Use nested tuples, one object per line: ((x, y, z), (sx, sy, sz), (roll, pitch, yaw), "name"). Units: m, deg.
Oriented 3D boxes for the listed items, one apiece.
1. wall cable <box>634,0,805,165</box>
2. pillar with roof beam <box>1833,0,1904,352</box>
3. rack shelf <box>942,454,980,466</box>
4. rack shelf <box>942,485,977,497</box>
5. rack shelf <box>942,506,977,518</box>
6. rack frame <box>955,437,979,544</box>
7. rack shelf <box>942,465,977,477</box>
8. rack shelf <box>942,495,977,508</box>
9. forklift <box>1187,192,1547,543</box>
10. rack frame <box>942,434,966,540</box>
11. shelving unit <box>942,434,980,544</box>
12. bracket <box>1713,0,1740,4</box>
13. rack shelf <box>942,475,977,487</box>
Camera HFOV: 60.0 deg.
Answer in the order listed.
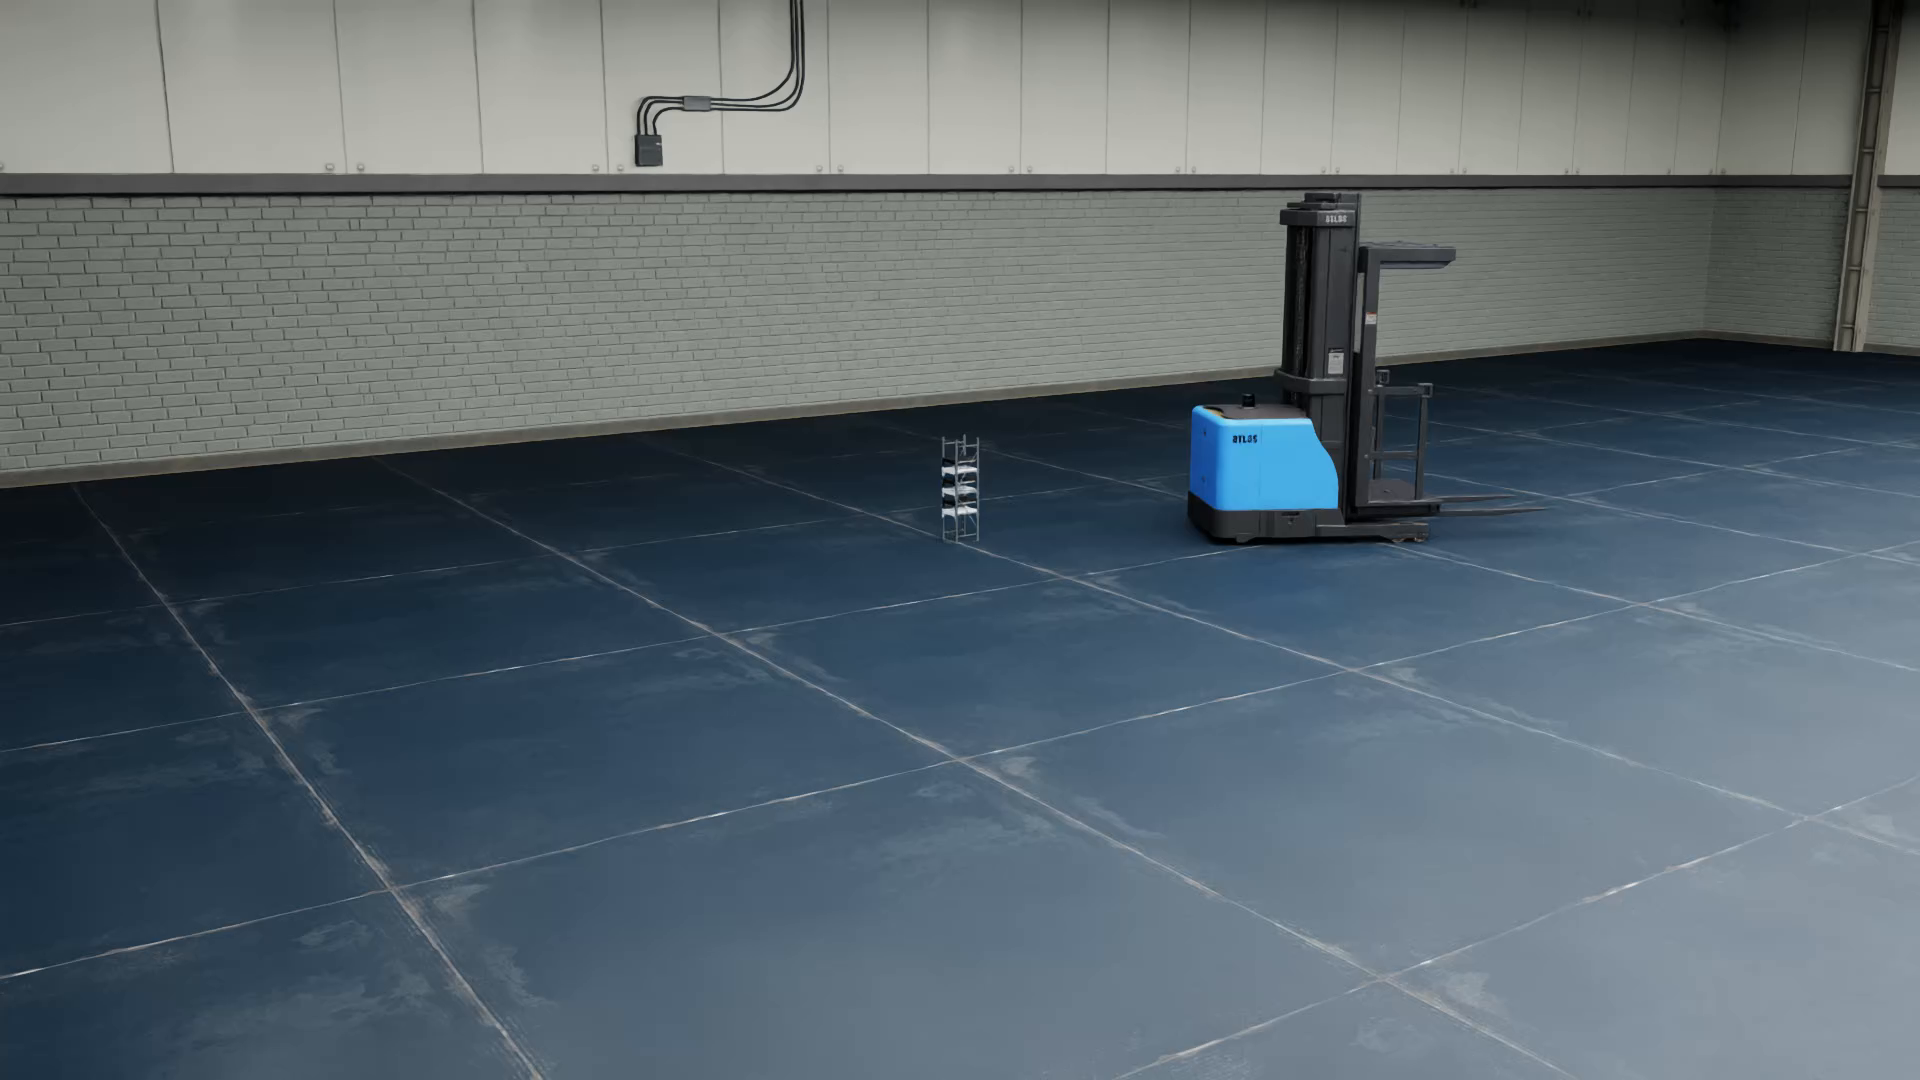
((-2.872, -7.528, 19.761), (2.305, 6.003, 0.169), (-8, 15, -33), "wall cable")
((12.387, -7.284, 26.607), (9.100, 9.000, 0.548), (-8, 15, -33), "pillar with roof beam")
((0.004, -0.669, 14.208), (0.258, 0.077, 0.200), (-8, 15, -33), "rack shelf")
((0.004, -0.406, 14.266), (0.258, 0.077, 0.200), (-8, 15, -33), "rack shelf")
((0.004, -0.230, 14.305), (0.258, 0.077, 0.200), (-8, 15, -33), "rack shelf")
((0.061, -0.420, 14.176), (0.240, 0.900, 0.006), (-8, 15, -33), "rack frame")
((0.004, -0.581, 14.228), (0.258, 0.077, 0.200), (-8, 15, -33), "rack shelf")
((0.004, -0.318, 14.285), (0.258, 0.077, 0.200), (-8, 15, -33), "rack shelf")
((3.606, -1.522, 14.461), (3.031, 2.935, 1.130), (-1, 12, -7), "forklift")
((-0.052, -0.456, 14.342), (0.240, 0.900, 0.006), (-8, 15, -33), "rack frame")
((0.004, -0.438, 14.259), (0.258, 0.900, 0.210), (-8, 15, -33), "shelving unit")
((14.132, -10.005, 30.625), (0.235, 0.232, 0.430), (-8, 15, -33), "bracket")
((0.004, -0.494, 14.247), (0.258, 0.077, 0.200), (-8, 15, -33), "rack shelf")
